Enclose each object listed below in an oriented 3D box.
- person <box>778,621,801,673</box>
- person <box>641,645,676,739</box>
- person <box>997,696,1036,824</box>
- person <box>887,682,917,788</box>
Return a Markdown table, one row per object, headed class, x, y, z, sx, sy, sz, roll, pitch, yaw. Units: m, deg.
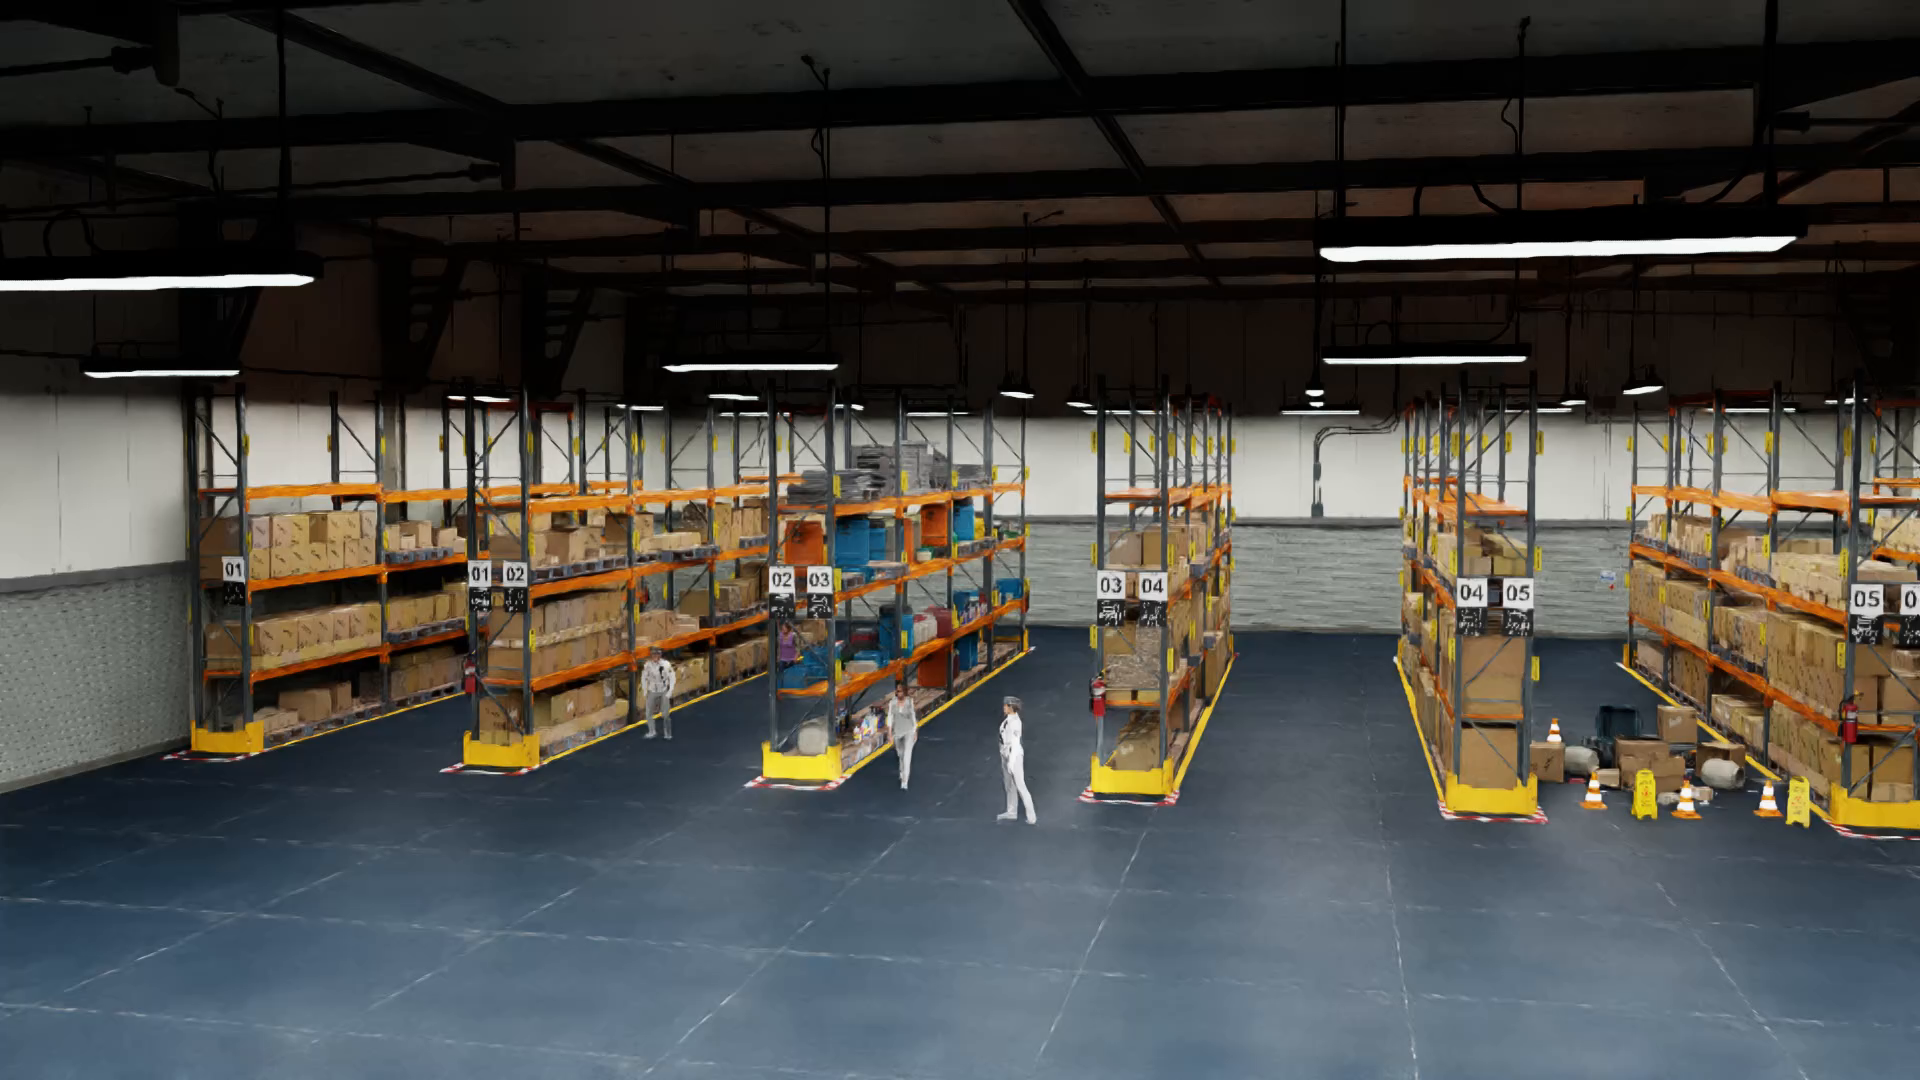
| class | x | y | z | sx | sy | sz | roll | pitch | yaw |
| --- | --- | --- | --- | --- | --- | --- | --- | --- | --- |
| person | -3.409 | 2.357 | 32.907 | 0.566 | 1.541 | 0.519 | 1 | 3 | 10 |
| person | -5.126 | 2.578 | 28.261 | 0.639 | 1.632 | 0.511 | 1 | 3 | 11 |
| person | 0.753 | 2.912 | 22.114 | 0.478 | 1.670 | 0.648 | -1 | 3 | -13 |
| person | -0.858 | 2.829 | 24.415 | 0.419 | 1.514 | 1.038 | 1 | 3 | 10 |
